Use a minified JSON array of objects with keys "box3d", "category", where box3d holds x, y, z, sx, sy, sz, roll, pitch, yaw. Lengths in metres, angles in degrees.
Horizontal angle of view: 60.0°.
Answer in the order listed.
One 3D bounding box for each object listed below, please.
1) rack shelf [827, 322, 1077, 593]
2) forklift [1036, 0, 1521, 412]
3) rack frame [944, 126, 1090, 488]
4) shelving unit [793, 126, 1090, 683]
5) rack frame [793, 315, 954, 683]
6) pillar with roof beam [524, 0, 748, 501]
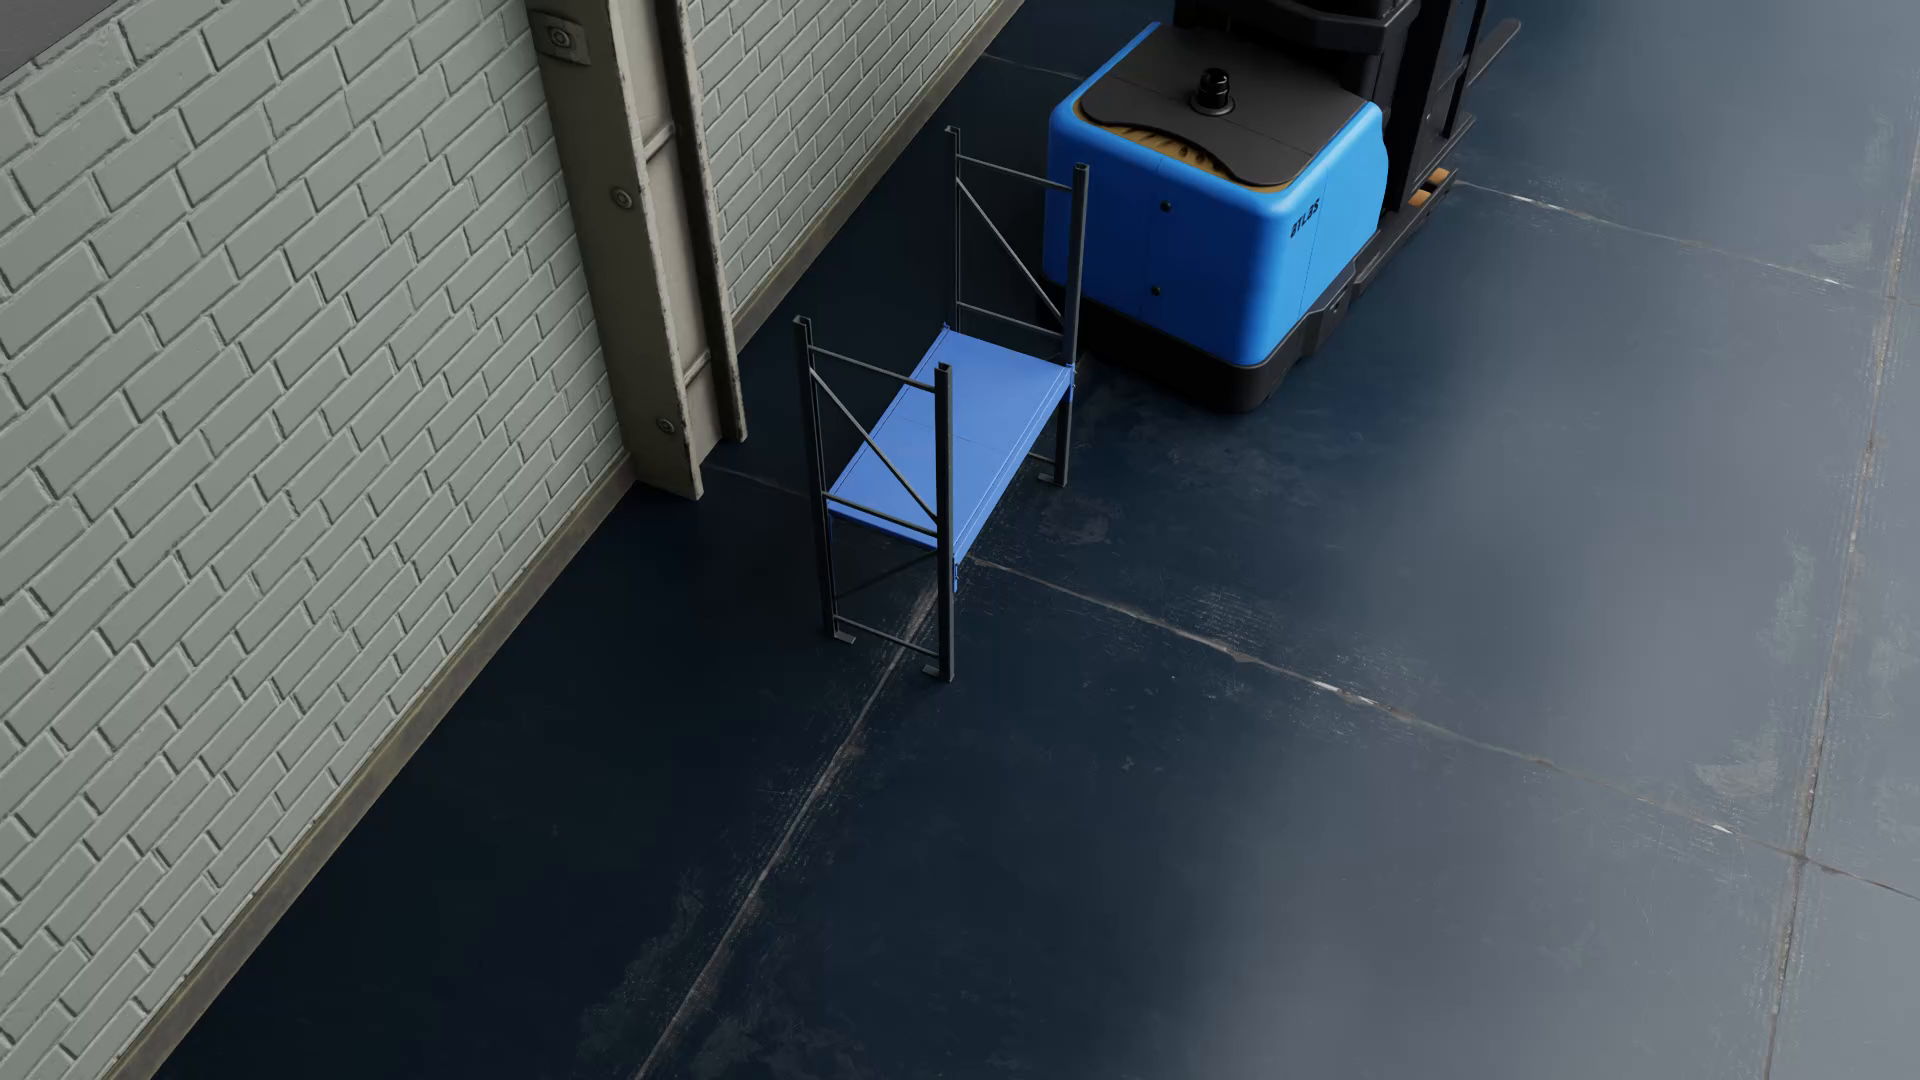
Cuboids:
[{"box3d":[-0.036,-0.311,5.766,0.538,0.185,1.000,20,52,16],"category":"rack shelf"},{"box3d":[1.584,-2.546,6.492,1.130,2.935,3.031,29,55,22],"category":"forklift"},{"box3d":[0.181,-0.777,5.927,0.500,1.500,0.032,20,52,16],"category":"rack frame"},{"box3d":[-0.036,-0.427,5.629,0.538,1.500,1.048,20,52,16],"category":"shelving unit"},{"box3d":[-0.254,-0.077,5.331,0.500,1.500,0.032,20,52,16],"category":"rack frame"},{"box3d":[2.828,-1.851,1.916,9.100,9.000,0.400,20,52,16],"category":"pillar with roof beam"}]
